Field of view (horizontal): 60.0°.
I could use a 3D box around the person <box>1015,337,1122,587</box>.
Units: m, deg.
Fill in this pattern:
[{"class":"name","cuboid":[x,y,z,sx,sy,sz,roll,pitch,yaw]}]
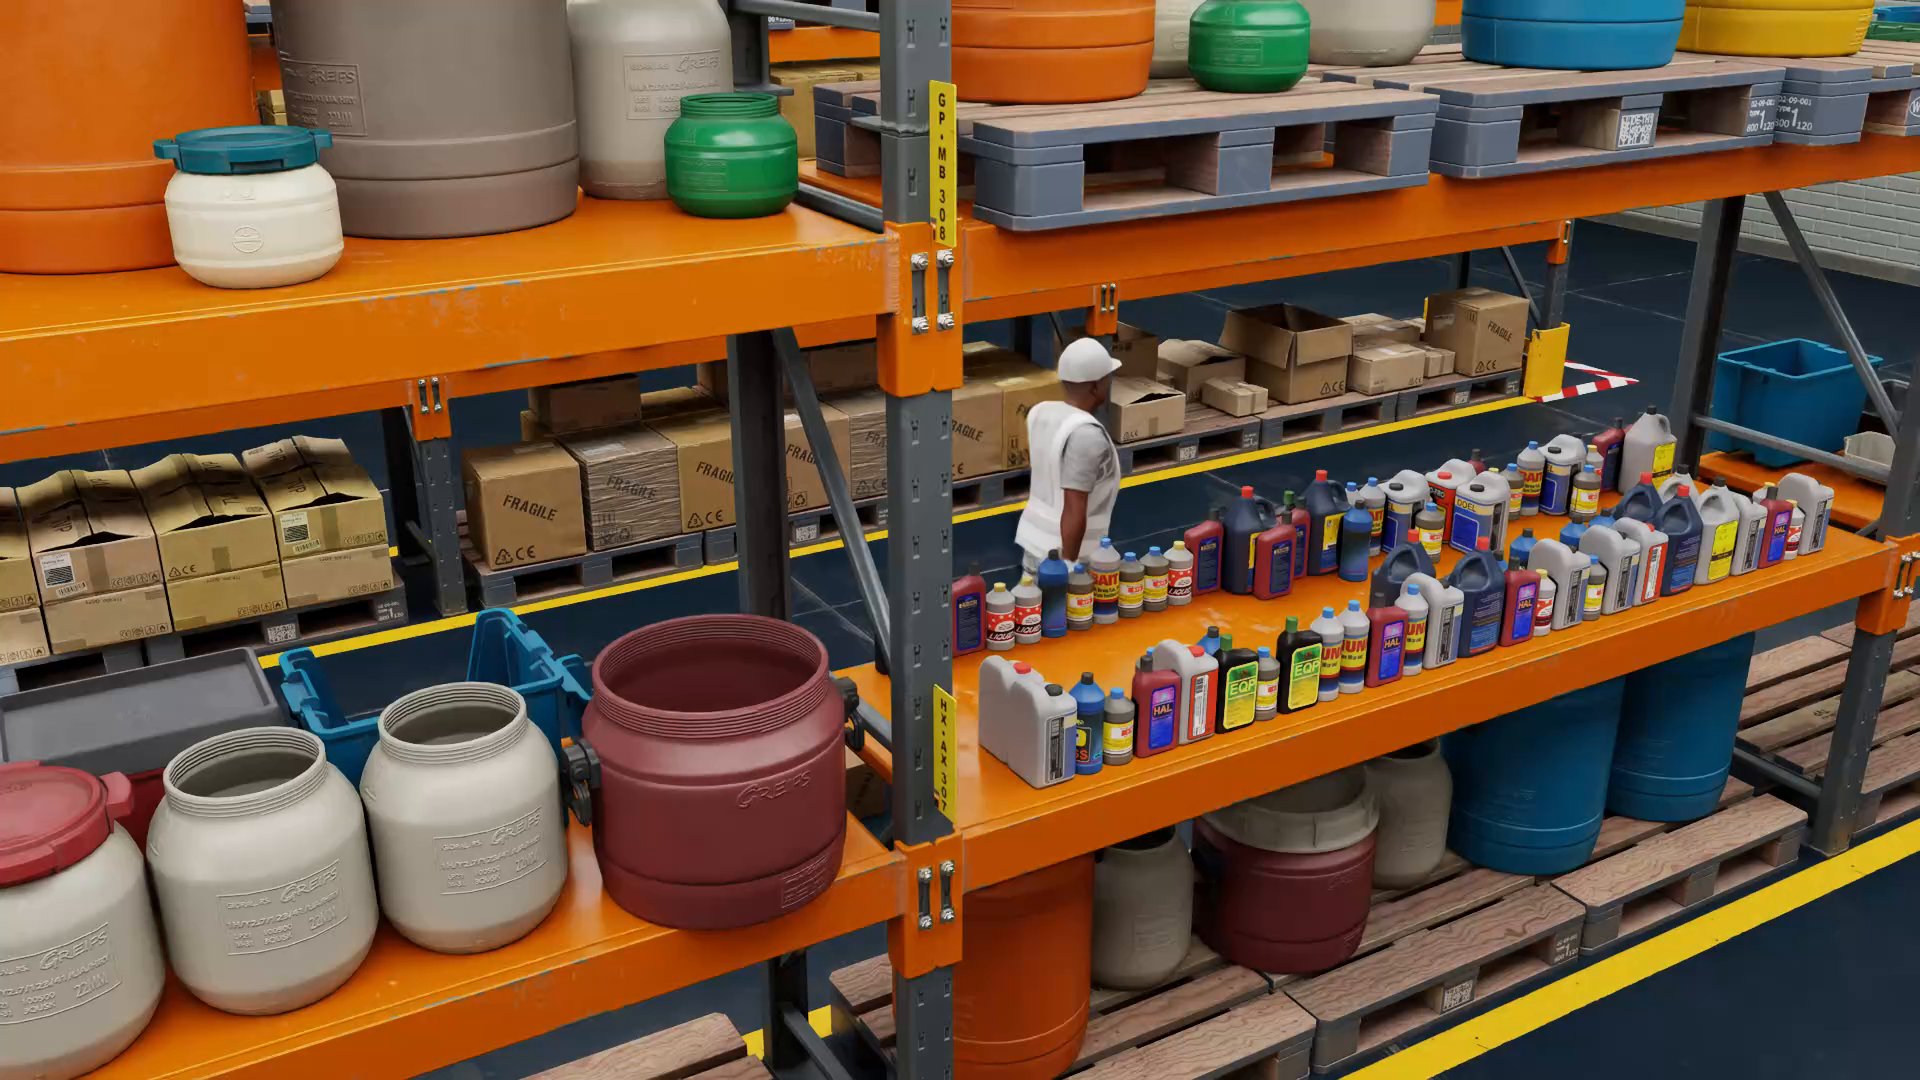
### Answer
[{"class":"person","cuboid":[0.414,0.056,6.911,0.537,1.794,0.592,-10,24,-24]}]
